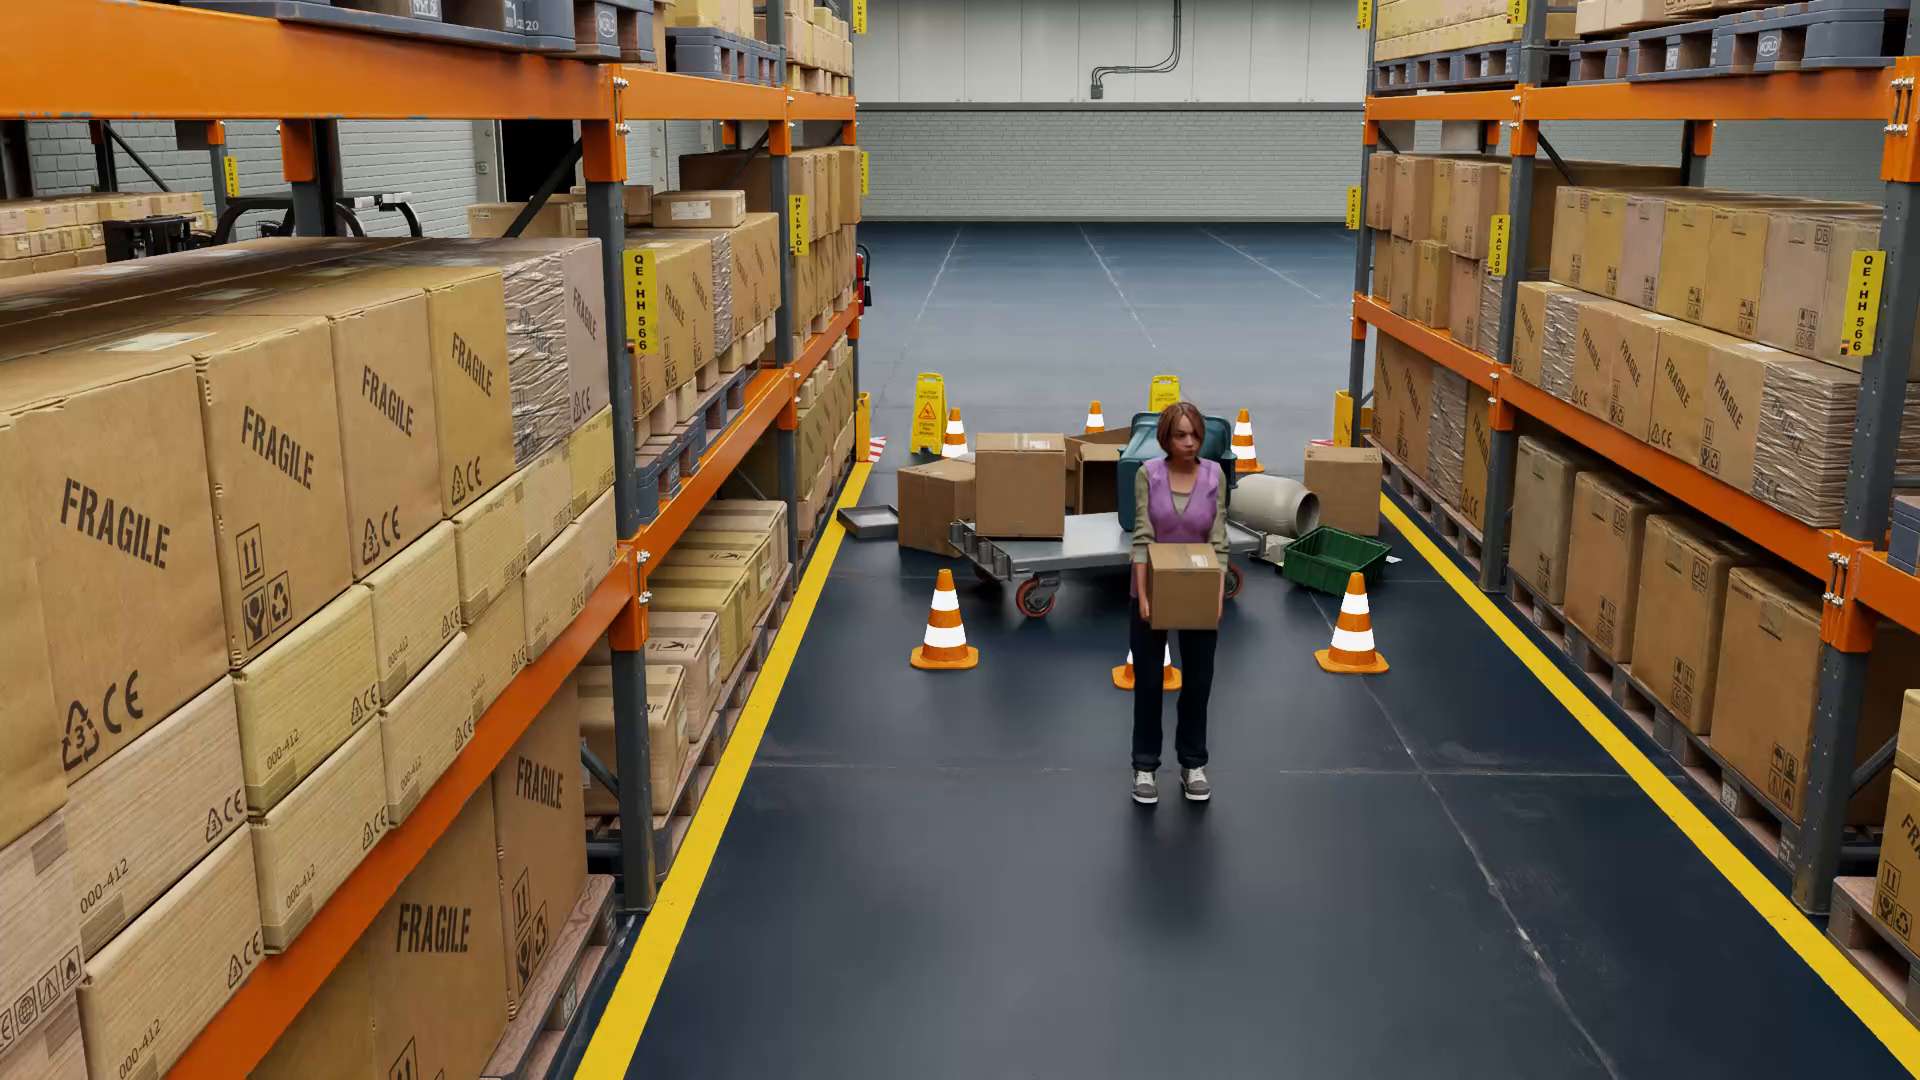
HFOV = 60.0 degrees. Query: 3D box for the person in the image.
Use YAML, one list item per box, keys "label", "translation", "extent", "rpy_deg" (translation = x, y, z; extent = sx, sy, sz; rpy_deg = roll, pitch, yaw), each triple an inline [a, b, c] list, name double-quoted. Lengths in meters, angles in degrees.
- label: "person"
  translation: [0.849, 0.261, 6.499]
  extent: [0.375, 1.599, 0.504]
  rpy_deg: [0, 14, 1]
